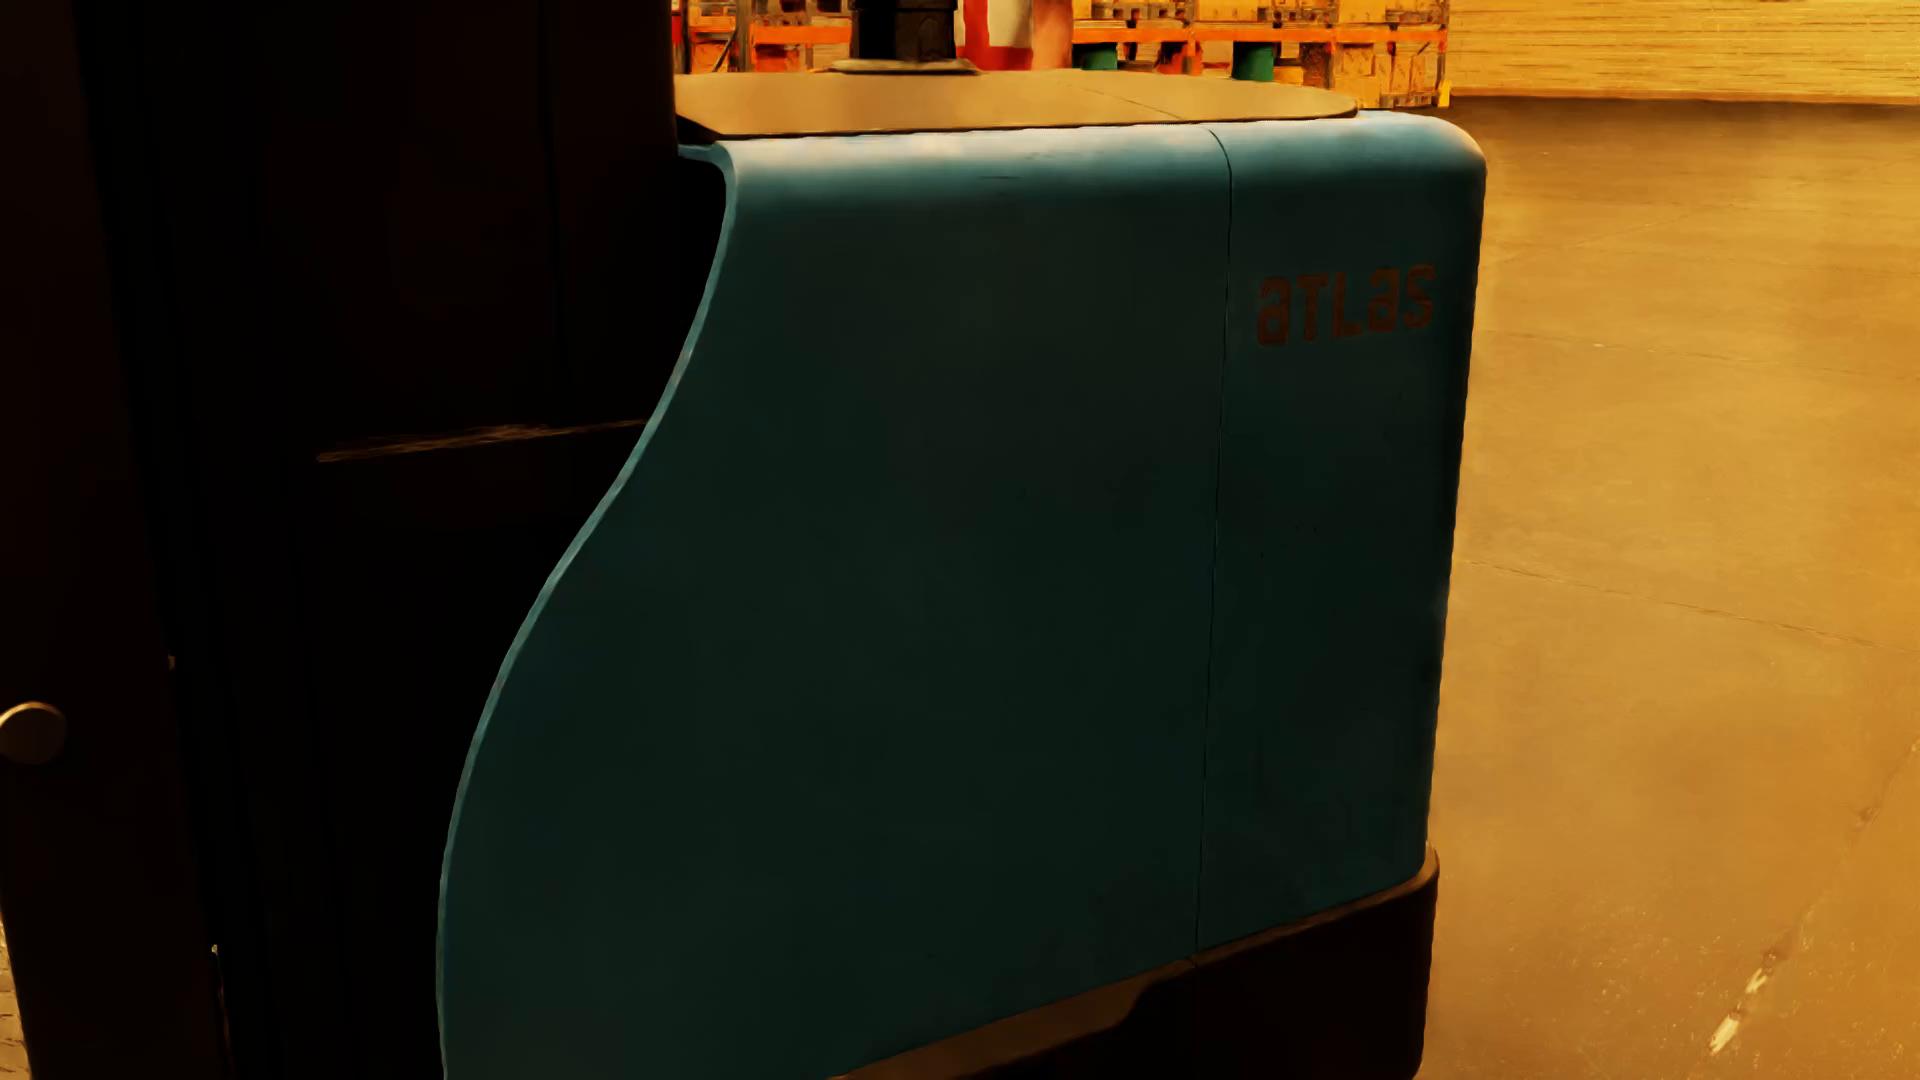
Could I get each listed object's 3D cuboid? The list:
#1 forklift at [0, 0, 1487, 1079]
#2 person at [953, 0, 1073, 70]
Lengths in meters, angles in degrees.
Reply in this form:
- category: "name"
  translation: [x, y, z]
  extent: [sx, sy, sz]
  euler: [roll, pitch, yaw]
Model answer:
- category: "forklift"
  translation: [-1.022, -0.671, 1.106]
  extent: [3.031, 2.935, 1.130]
  euler: [-10, 19, -29]
- category: "person"
  translation: [-0.012, -0.852, 3.666]
  extent: [0.540, 1.795, 0.349]
  euler: [13, 21, 37]
